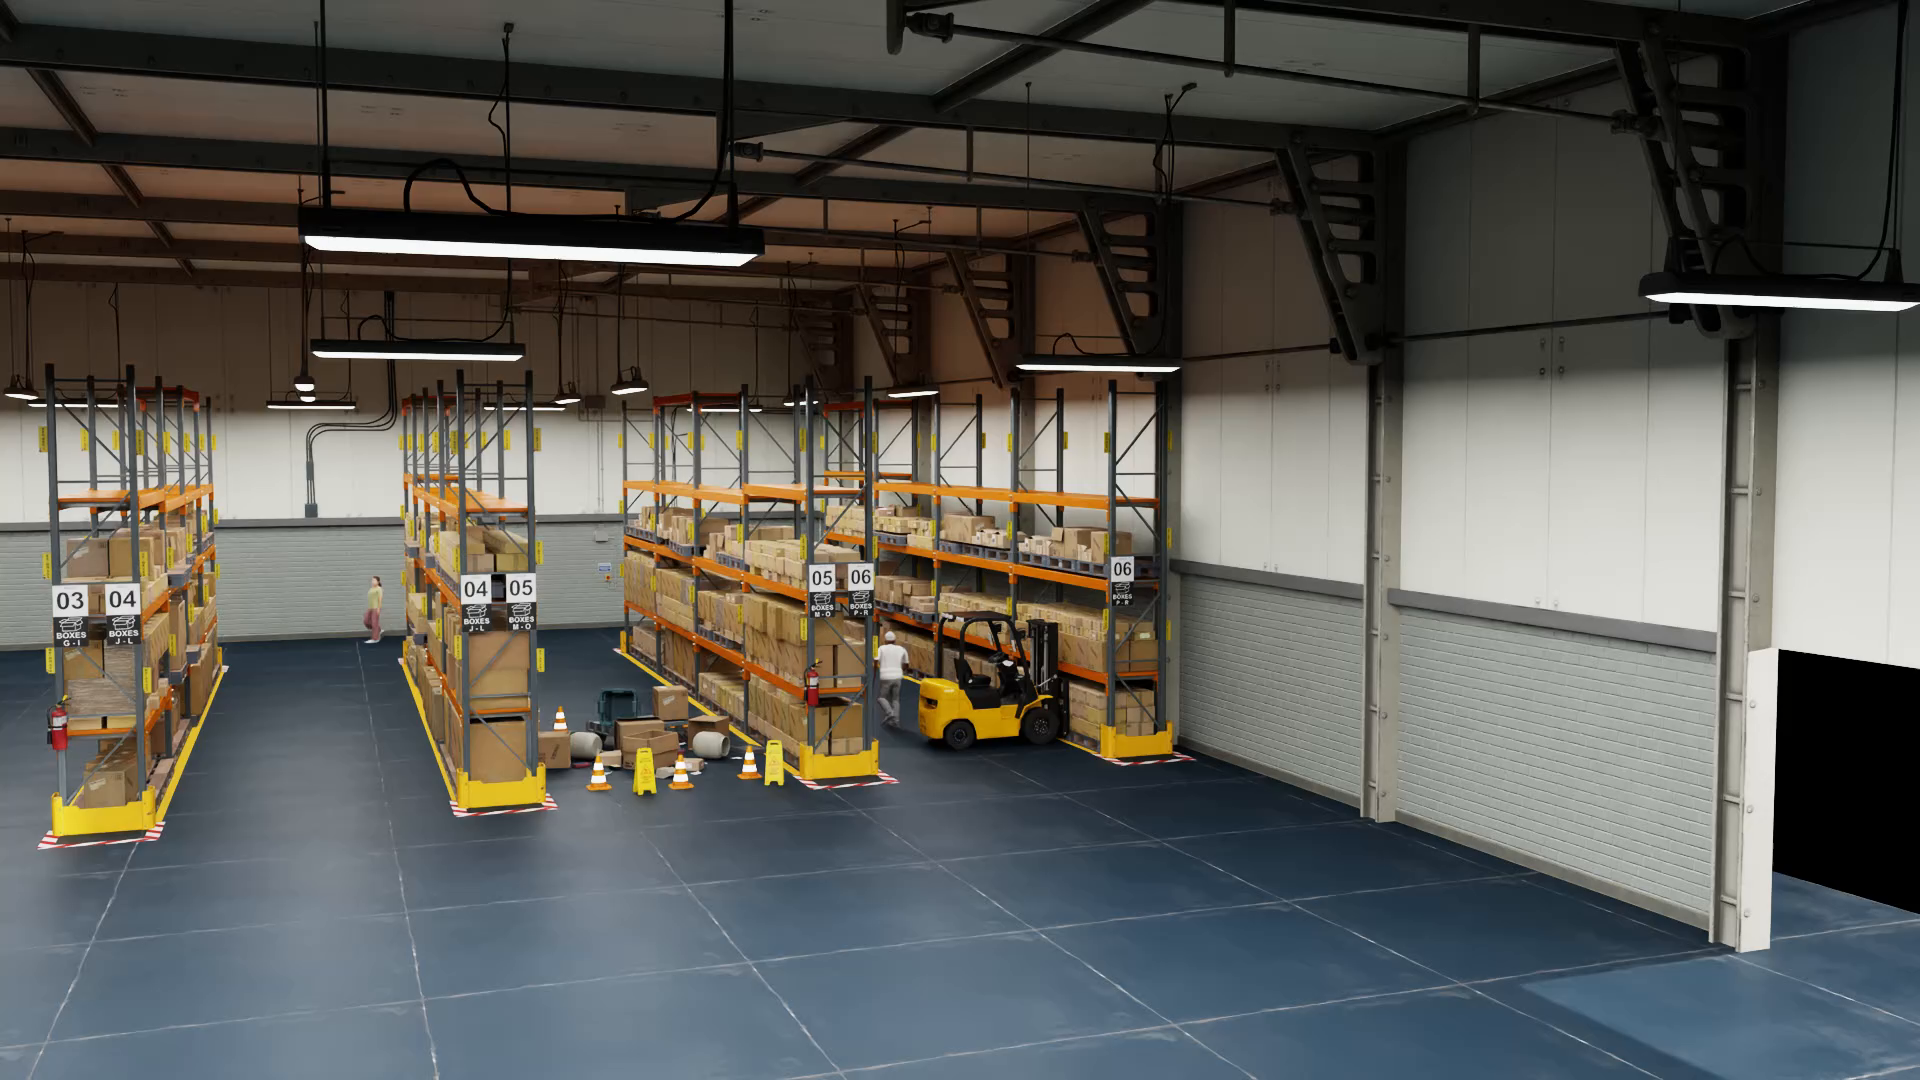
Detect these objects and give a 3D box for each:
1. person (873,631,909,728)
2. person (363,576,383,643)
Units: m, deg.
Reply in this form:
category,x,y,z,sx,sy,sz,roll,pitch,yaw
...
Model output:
category,x,y,z,sx,sy,sz,roll,pitch,yaw
person,-1.233,2.456,29.458,0.701,1.664,0.758,-1,4,-20
person,-14.628,1.731,41.555,0.466,1.666,0.483,2,4,35
